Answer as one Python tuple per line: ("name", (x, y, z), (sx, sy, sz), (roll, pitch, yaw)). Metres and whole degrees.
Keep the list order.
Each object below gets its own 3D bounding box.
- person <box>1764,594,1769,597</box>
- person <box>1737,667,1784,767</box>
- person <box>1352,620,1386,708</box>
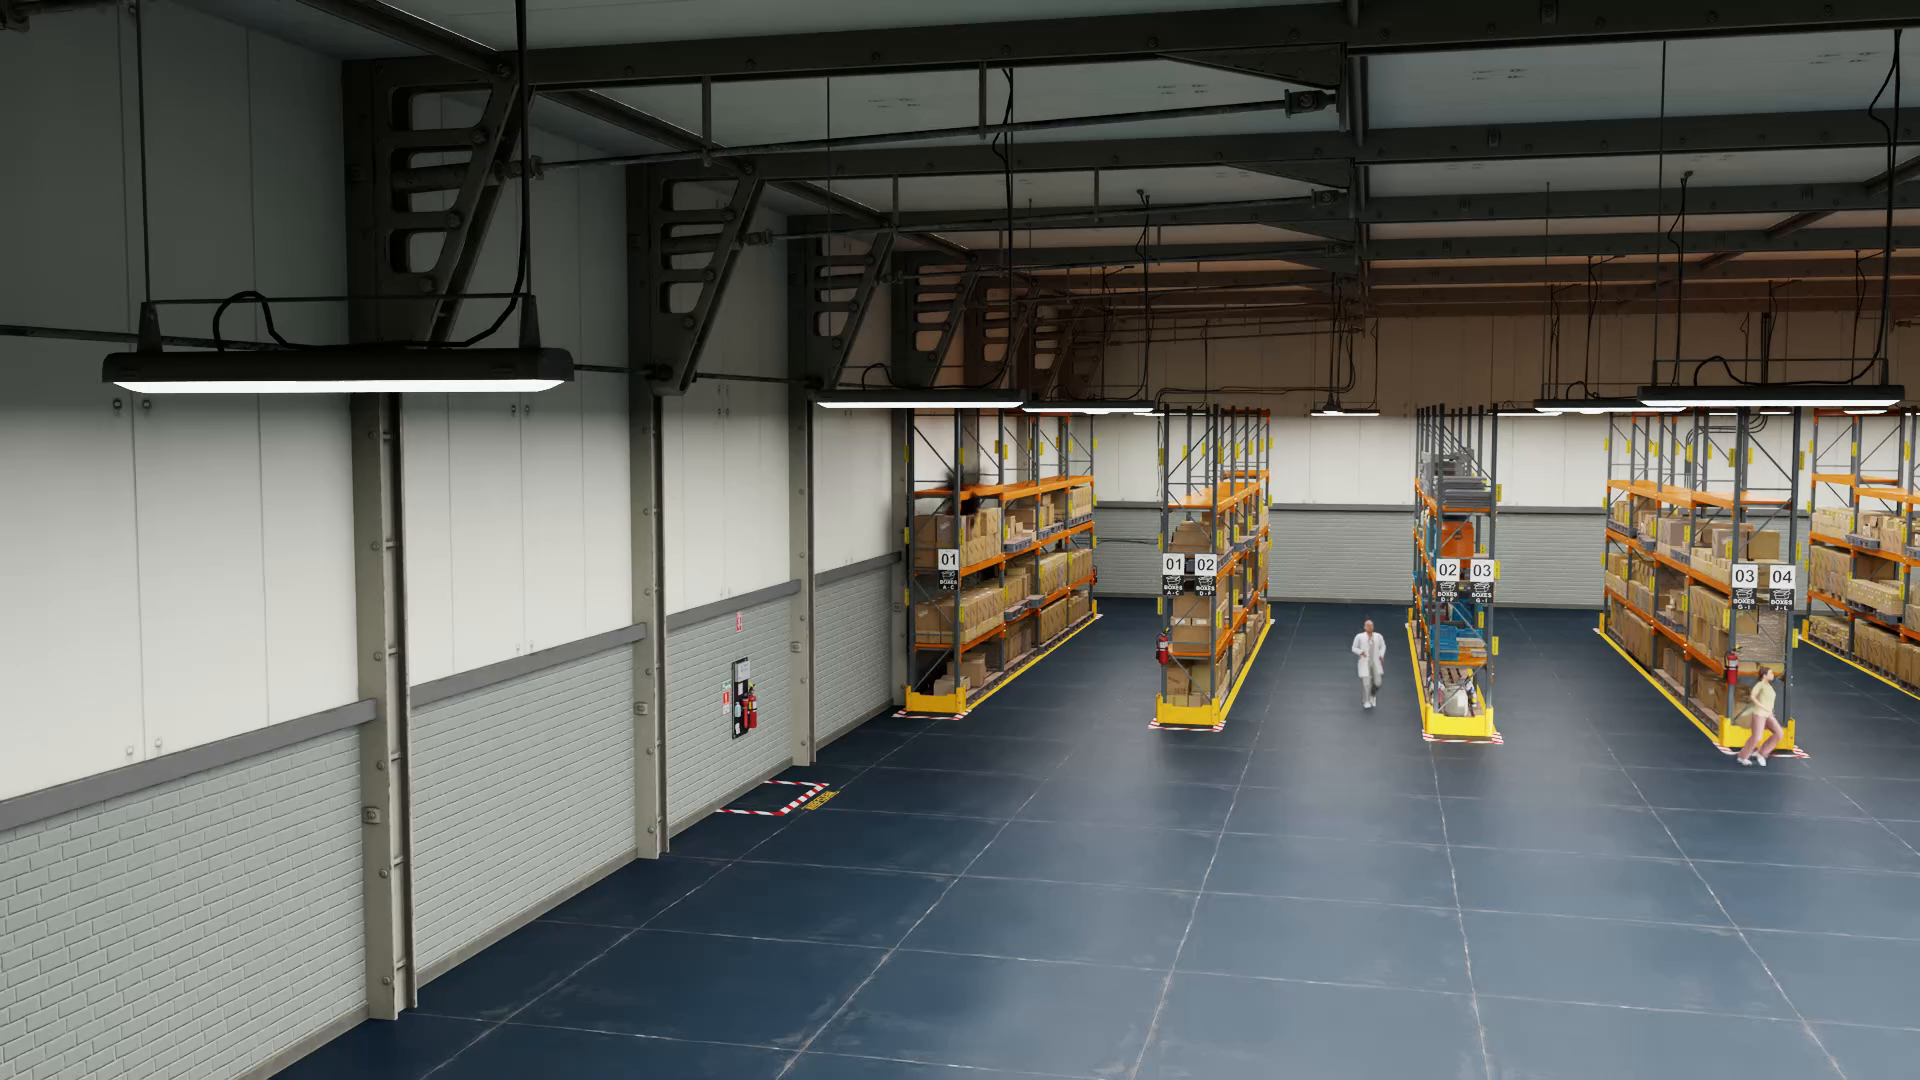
("person", (21.498, 1.697, 43.994), (0.790, 1.694, 0.631), (-2, 4, -20))
("person", (13.285, 2.905, 27.474), (0.638, 1.632, 0.636), (-3, 5, -33))
("person", (8.089, 2.459, 32.769), (0.698, 1.731, 0.634), (0, 4, 1))
